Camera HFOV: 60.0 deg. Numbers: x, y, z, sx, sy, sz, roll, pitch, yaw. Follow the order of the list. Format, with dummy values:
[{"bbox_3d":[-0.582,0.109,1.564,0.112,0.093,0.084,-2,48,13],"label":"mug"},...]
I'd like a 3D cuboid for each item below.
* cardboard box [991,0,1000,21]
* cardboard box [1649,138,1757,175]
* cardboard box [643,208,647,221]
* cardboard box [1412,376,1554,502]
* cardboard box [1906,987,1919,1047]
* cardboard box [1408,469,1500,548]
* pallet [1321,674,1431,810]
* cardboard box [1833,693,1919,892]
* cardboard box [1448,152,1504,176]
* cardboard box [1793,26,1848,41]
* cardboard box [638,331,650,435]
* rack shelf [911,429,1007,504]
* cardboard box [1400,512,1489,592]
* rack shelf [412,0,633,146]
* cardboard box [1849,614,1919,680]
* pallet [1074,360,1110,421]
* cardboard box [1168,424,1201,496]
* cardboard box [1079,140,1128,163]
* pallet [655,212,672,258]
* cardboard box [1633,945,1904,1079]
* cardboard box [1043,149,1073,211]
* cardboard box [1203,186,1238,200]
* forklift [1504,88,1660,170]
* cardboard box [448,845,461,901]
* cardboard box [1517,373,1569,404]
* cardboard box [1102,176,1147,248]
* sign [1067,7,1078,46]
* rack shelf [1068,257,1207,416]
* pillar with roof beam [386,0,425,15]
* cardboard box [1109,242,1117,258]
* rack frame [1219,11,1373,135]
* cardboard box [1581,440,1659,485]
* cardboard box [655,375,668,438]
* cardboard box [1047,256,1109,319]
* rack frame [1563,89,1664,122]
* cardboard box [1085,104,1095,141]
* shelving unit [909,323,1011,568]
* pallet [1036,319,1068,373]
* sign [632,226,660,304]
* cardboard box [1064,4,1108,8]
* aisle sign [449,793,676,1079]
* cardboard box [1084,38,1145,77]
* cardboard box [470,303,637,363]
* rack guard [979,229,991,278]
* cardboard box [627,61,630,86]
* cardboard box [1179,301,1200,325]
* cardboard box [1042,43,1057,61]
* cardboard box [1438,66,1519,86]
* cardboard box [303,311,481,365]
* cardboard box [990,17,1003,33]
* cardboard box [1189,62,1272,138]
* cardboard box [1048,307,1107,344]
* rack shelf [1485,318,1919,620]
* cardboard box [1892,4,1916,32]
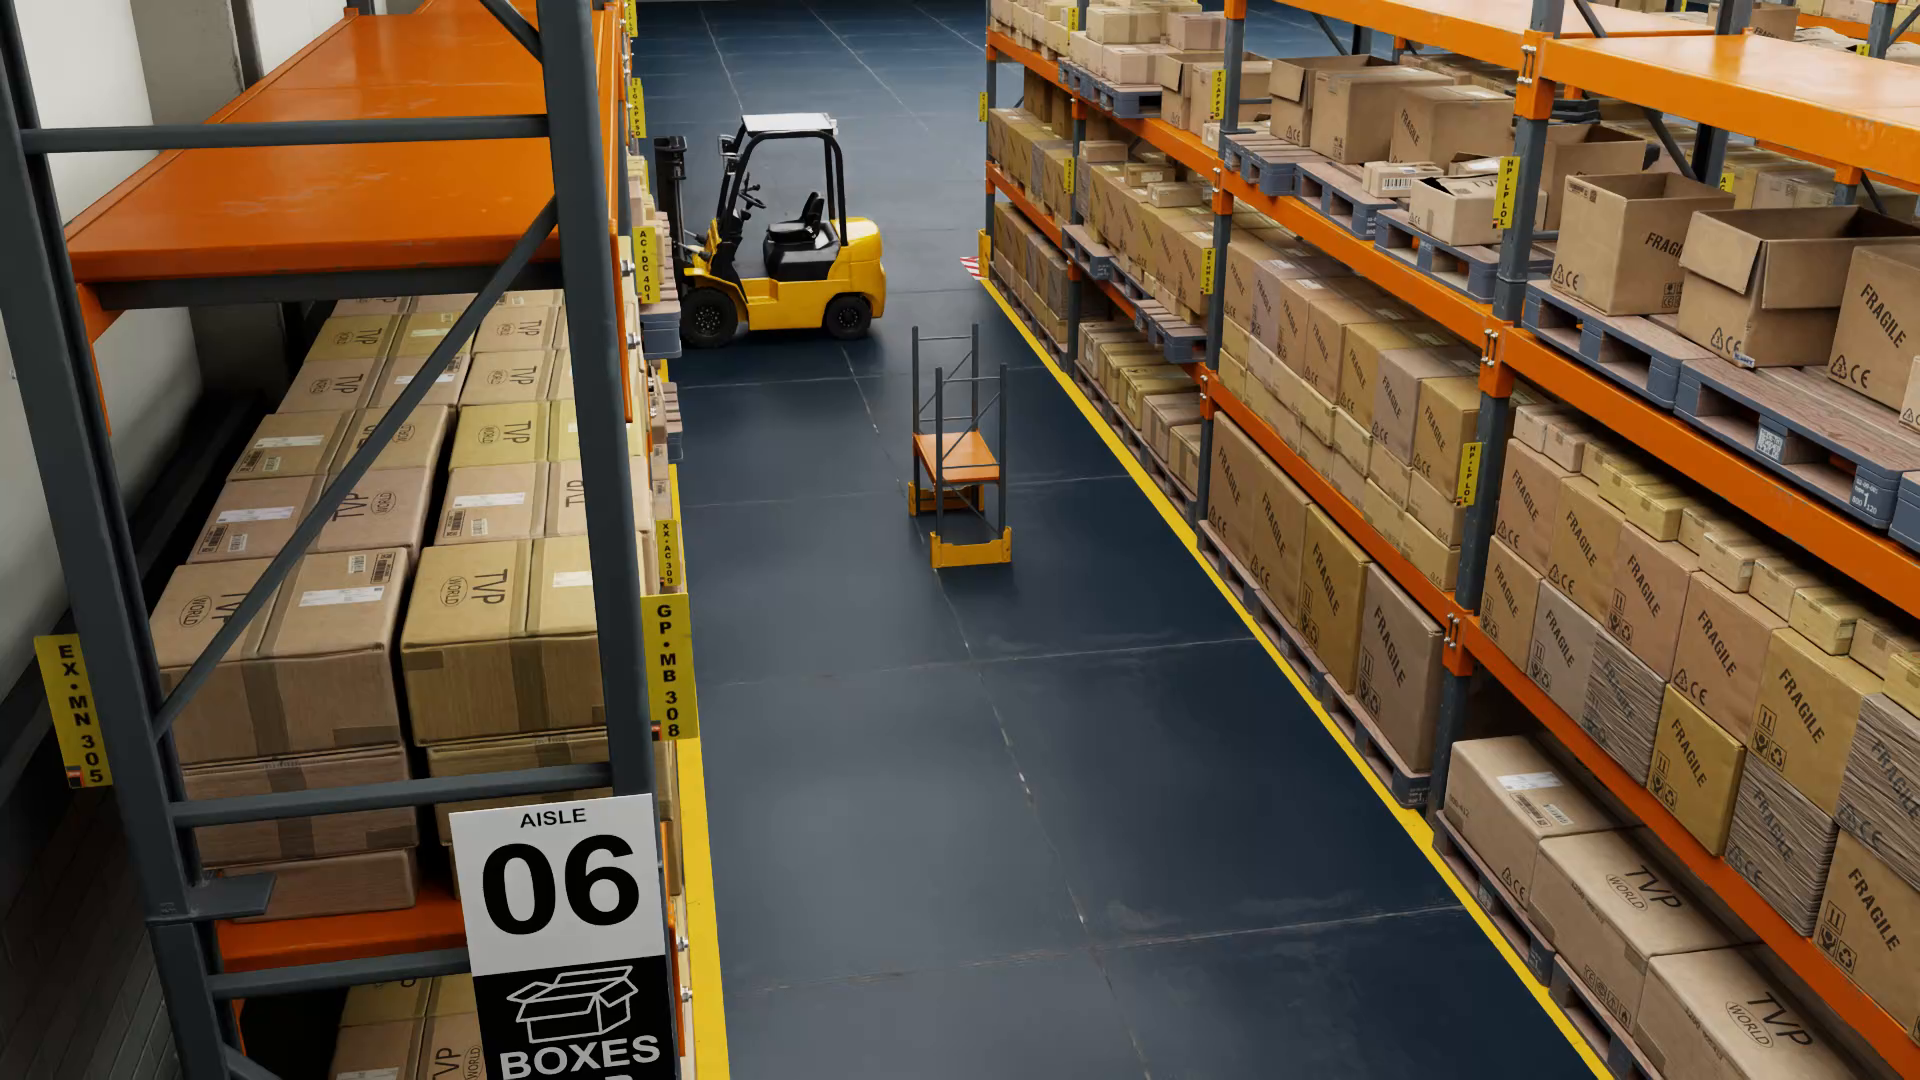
[{"bbox_3d":[0.635,-5.815,18.127,0.500,0.250,0.500,-5,24,-11],"label":"cardboard box"},{"bbox_3d":[6.677,-3.331,14.997,0.700,0.500,0.500,-4,24,-9],"label":"cardboard box"},{"bbox_3d":[-1.598,-1.385,7.460,0.380,0.149,0.250,-4,24,-9],"label":"cardboard box"},{"bbox_3d":[2.693,-0.531,8.587,0.500,0.500,0.500,-4,24,-8],"label":"cardboard box"},{"bbox_3d":[3.413,1.487,5.214,0.500,0.500,0.500,-4,24,-9],"label":"cardboard box"},{"bbox_3d":[2.702,-0.186,8.733,0.500,0.250,0.500,-4,24,-10],"label":"cardboard box"},{"bbox_3d":[2.806,1.110,9.687,1.003,0.211,1.213,-4,24,-10],"label":"pallet"},{"bbox_3d":[3.314,0.824,5.484,0.500,0.500,0.500,-4,24,-10],"label":"cardboard box"},{"bbox_3d":[3.029,-2.120,9.494,0.396,0.266,0.258,-2,24,-5],"label":"cardboard box"},{"bbox_3d":[7.024,-4.122,13.896,0.500,0.311,0.500,-5,24,-11],"label":"cardboard box"},{"bbox_3d":[-1.413,-0.568,6.114,0.500,0.250,0.500,-5,24,-12],"label":"cardboard box"},{"bbox_3d":[-0.016,-0.556,12.341,0.538,0.185,1.000,-4,24,-10],"label":"rack shelf"},{"bbox_3d":[2.692,0.041,8.838,0.500,0.250,0.500,-5,24,-11],"label":"cardboard box"},{"bbox_3d":[-2.225,-2.524,8.427,1.077,0.370,4.000,-4,24,-10],"label":"rack shelf"},{"bbox_3d":[3.313,0.372,5.708,0.380,0.149,0.250,-5,24,-10],"label":"cardboard box"},{"bbox_3d":[1.689,-1.433,15.509,1.003,0.211,1.213,-4,24,-10],"label":"pallet"},{"bbox_3d":[2.188,-0.655,13.002,0.950,0.372,0.625,-6,24,-13],"label":"cardboard box"},{"bbox_3d":[1.283,-3.477,14.875,0.380,0.149,0.250,-4,24,-10],"label":"cardboard box"},{"bbox_3d":[-2.101,-1.459,8.573,1.213,0.211,1.003,-4,24,-10],"label":"pallet"},{"bbox_3d":[3.365,2.073,6.674,0.875,0.438,0.875,-4,24,-8],"label":"cardboard box"},{"bbox_3d":[1.115,-3.557,16.393,0.500,0.500,0.500,-4,24,-8],"label":"cardboard box"},{"bbox_3d":[2.134,-2.622,13.727,0.500,0.500,0.500,-5,24,-12],"label":"cardboard box"},{"bbox_3d":[5.076,-2.341,14.192,3.031,2.935,1.130,-18,29,-35],"label":"forklift"},{"bbox_3d":[-0.945,0.670,3.777,0.380,0.149,0.250,-4,24,-9],"label":"cardboard box"},{"bbox_3d":[3.224,-0.568,8.672,0.500,0.500,0.500,-4,24,-9],"label":"cardboard box"},{"bbox_3d":[1.519,-2.793,14.119,0.500,0.500,0.500,-4,24,-10],"label":"cardboard box"},{"bbox_3d":[1.012,-4.585,14.849,0.100,0.325,0.005,-4,24,-10],"label":"sign"},{"bbox_3d":[1.913,-1.900,13.995,1.077,0.370,4.000,-4,24,-10],"label":"rack shelf"},{"bbox_3d":[0.510,-4.588,11.755,9.100,9.000,0.400,-4,24,-10],"label":"pillar with roof beam"},{"bbox_3d":[1.507,-2.544,14.359,0.380,0.149,0.250,-4,24,-9],"label":"cardboard box"},{"bbox_3d":[2.283,-4.193,10.849,1.000,3.000,0.127,-4,24,-10],"label":"rack frame"},{"bbox_3d":[2.978,-0.331,7.318,0.380,0.149,0.250,-5,24,-10],"label":"cardboard box"},{"bbox_3d":[-2.081,-0.807,10.256,0.500,0.250,0.500,-5,24,-12],"label":"cardboard box"},{"bbox_3d":[1.170,-2.506,16.456,0.500,0.500,0.500,-5,24,-10],"label":"cardboard box"},{"bbox_3d":[6.389,-3.423,16.582,1.000,3.000,0.127,-4,24,-10],"label":"rack frame"},{"bbox_3d":[1.602,-4.049,16.269,0.700,0.500,0.500,-4,24,-9],"label":"cardboard box"},{"bbox_3d":[-0.014,-0.717,12.261,0.587,1.500,1.083,-4,24,-10],"label":"shelving unit"},{"bbox_3d":[1.384,-2.000,16.809,1.003,0.211,1.213,-4,24,-10],"label":"pallet"},{"bbox_3d":[-1.323,-1.156,6.998,0.100,0.325,0.005,-4,24,-10],"label":"sign"},{"bbox_3d":[1.187,-4.956,15.661,0.380,0.149,0.250,-4,24,-8],"label":"cardboard box"},{"bbox_3d":[-0.814,0.886,3.468,0.394,0.787,0.004,-4,24,-10],"label":"aisle sign"},{"bbox_3d":[1.352,-4.056,13.947,0.500,0.250,0.500,-5,24,-10],"label":"cardboard box"},{"bbox_3d":[-1.337,-0.593,5.546,0.500,0.250,0.500,-4,24,-9],"label":"cardboard box"},{"bbox_3d":[0.818,-3.415,19.686,1.175,0.500,0.348,-4,24,-10],"label":"rack guard"},{"bbox_3d":[-2.819,-3.651,12.819,0.500,0.311,0.500,-5,24,-12],"label":"cardboard box"},{"bbox_3d":[1.870,-1.732,12.500,0.380,0.149,0.250,-4,24,-9],"label":"cardboard box"},{"bbox_3d":[1.009,-4.784,16.264,0.380,0.149,0.250,-4,24,-8],"label":"cardboard box"},{"bbox_3d":[5.843,-4.971,18.590,0.875,0.550,0.550,-4,24,-10],"label":"cardboard box"},{"bbox_3d":[-1.838,-0.554,5.457,0.500,0.250,0.500,-5,24,-10],"label":"cardboard box"},{"bbox_3d":[0.546,-5.695,18.351,0.380,0.149,0.250,-4,24,-10],"label":"cardboard box"},{"bbox_3d":[2.118,-3.237,12.284,0.700,0.500,0.500,-4,24,-10],"label":"cardboard box"},{"bbox_3d":[1.170,-2.162,16.605,0.500,0.250,0.500,-3,24,-7],"label":"cardboard box"},{"bbox_3d":[3.392,-0.128,6.190,1.077,0.370,4.000,-4,24,-10],"label":"rack shelf"},{"bbox_3d":[10.668,-5.819,18.508,0.500,0.250,0.500,-4,24,-8],"label":"cardboard box"}]
